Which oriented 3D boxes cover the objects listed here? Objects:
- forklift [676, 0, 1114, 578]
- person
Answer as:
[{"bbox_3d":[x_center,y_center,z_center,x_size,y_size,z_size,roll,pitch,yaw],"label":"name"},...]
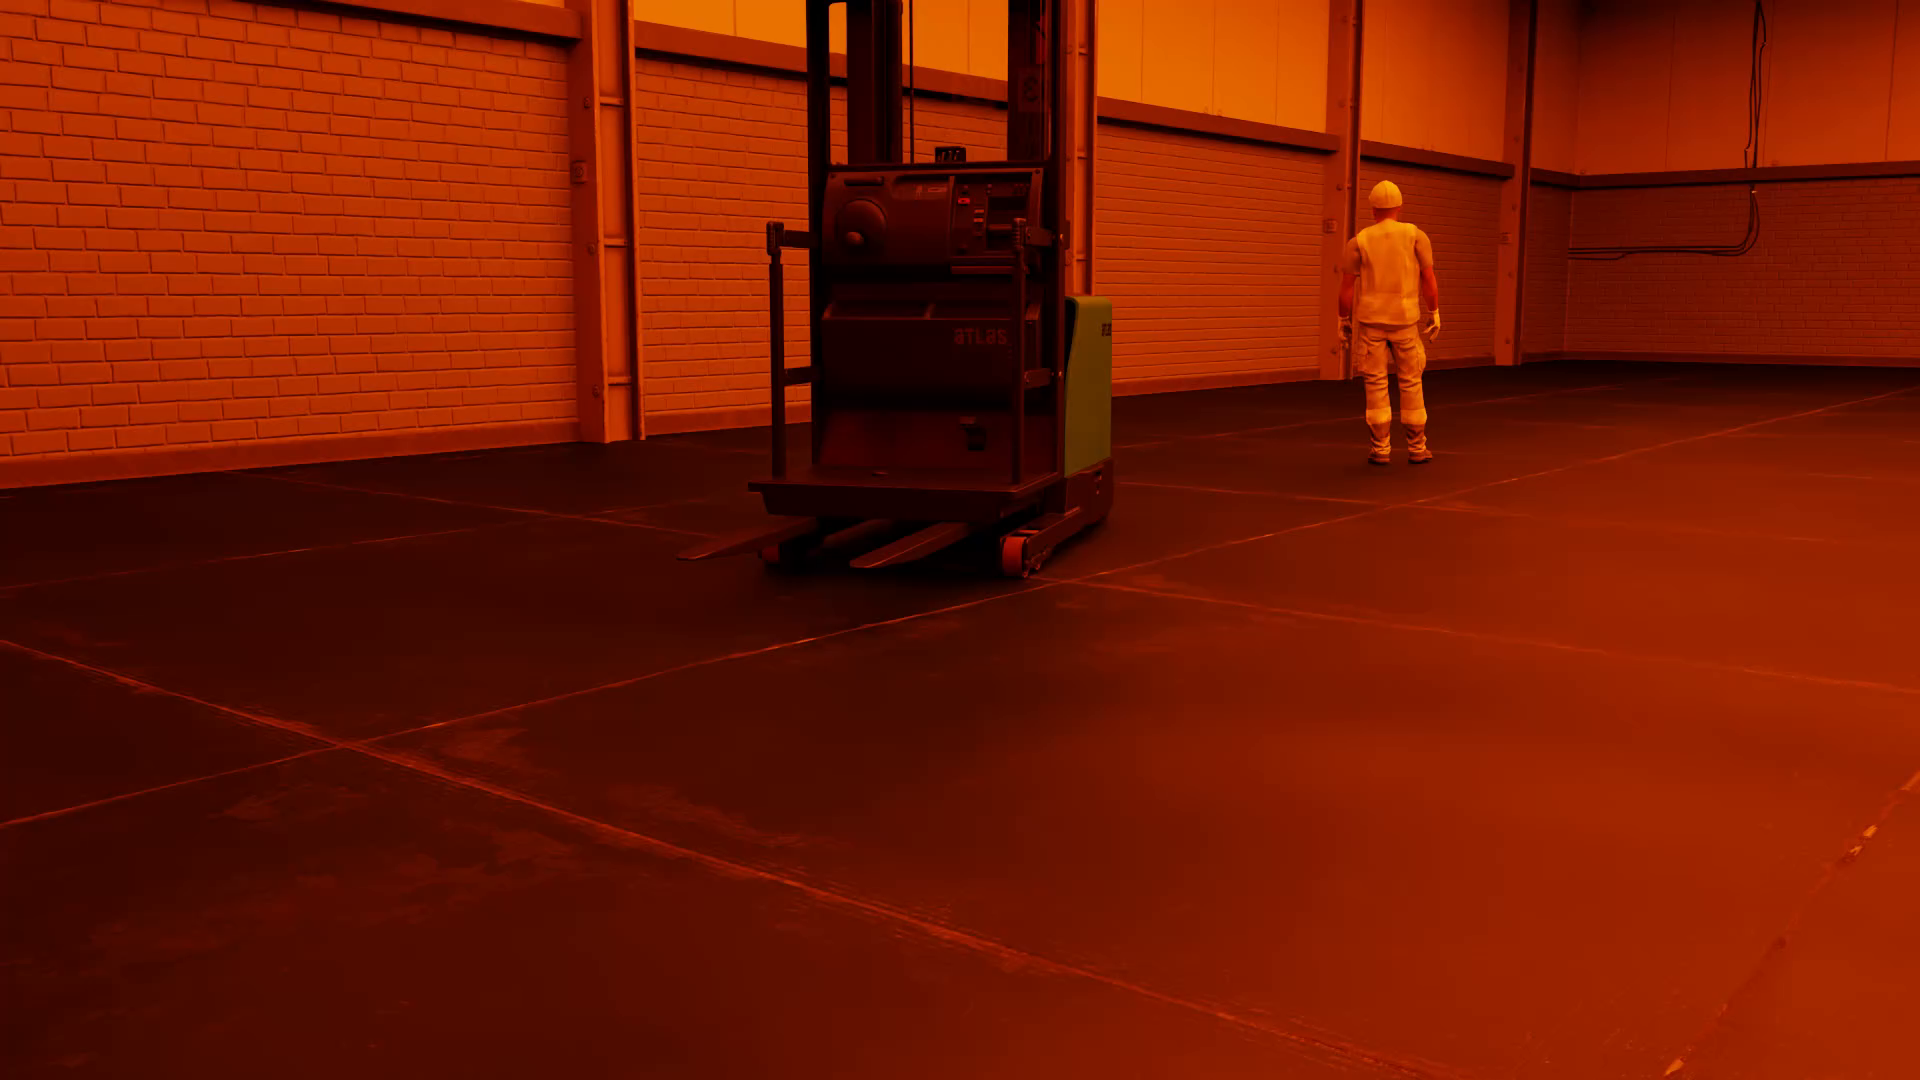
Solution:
[{"bbox_3d":[-0.176,-1.366,6.616,1.130,2.935,3.031,3,9,17],"label":"forklift"},{"bbox_3d":[2.762,-1.395,10.711,0.637,1.790,0.562,2,9,14],"label":"person"}]
